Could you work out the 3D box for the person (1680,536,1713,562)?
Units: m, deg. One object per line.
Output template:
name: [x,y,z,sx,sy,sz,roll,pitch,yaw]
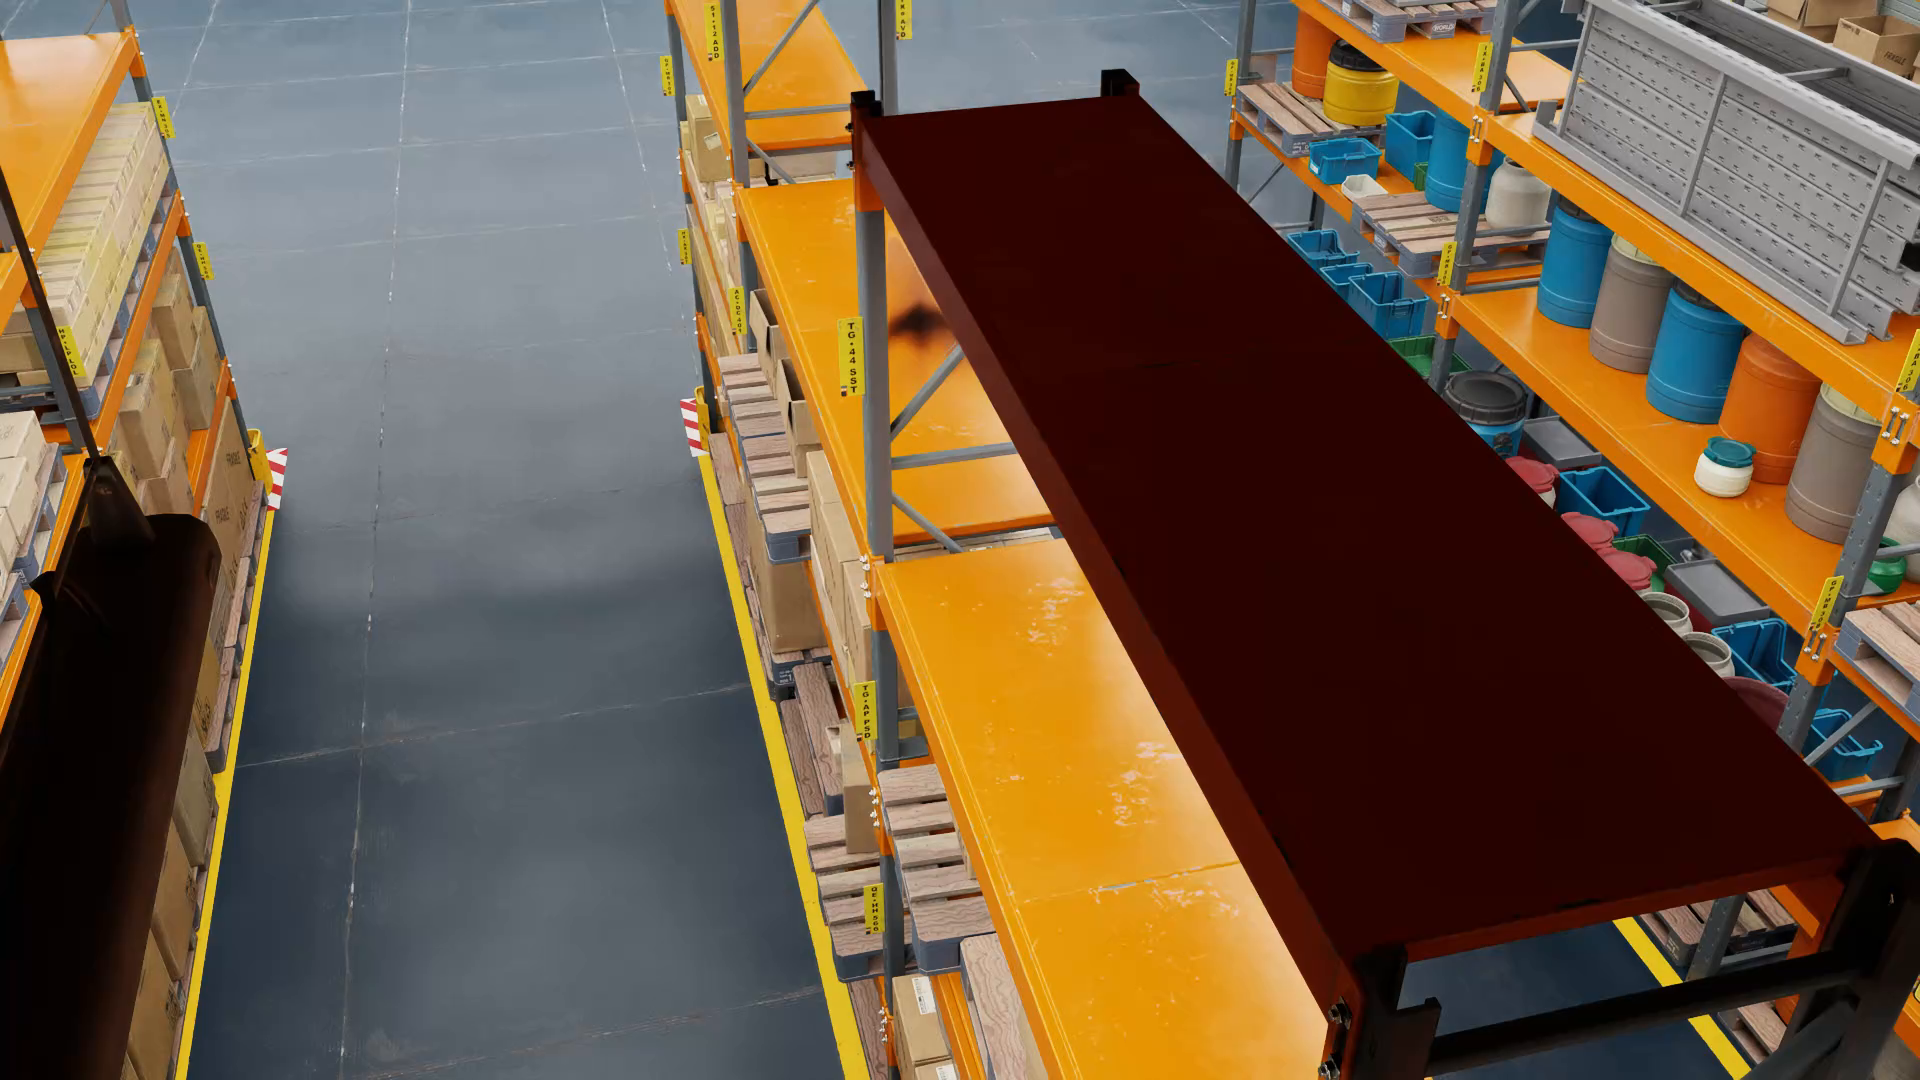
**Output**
person: [6.055,-0.524,13.470,0.524,1.561,0.559,-16,38,-22]
